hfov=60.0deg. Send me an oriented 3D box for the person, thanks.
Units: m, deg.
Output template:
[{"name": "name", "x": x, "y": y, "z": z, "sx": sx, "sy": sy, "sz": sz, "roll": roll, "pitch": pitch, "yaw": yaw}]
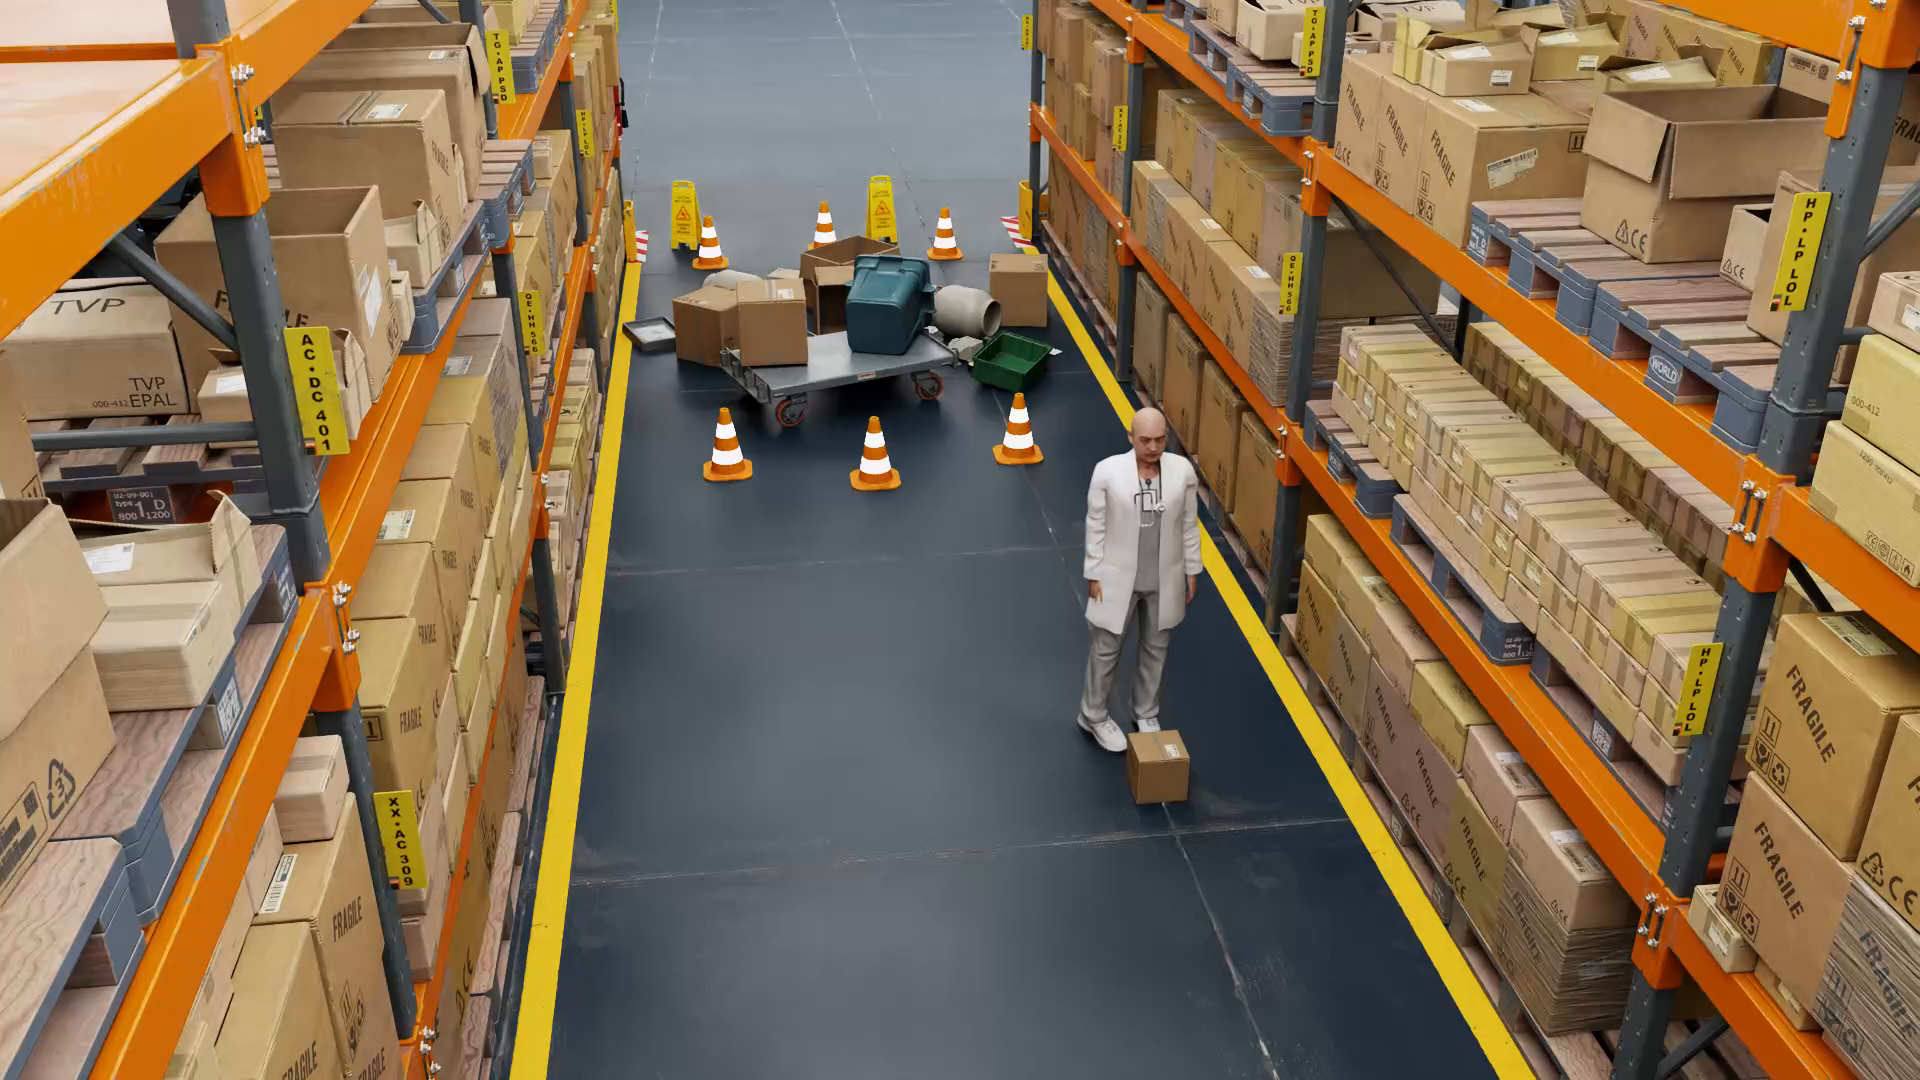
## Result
[{"name": "person", "x": 0.916, "y": 0.212, "z": 8.230, "sx": 0.606, "sy": 1.768, "sz": 0.386, "roll": -3, "pitch": 27, "yaw": -6}]
